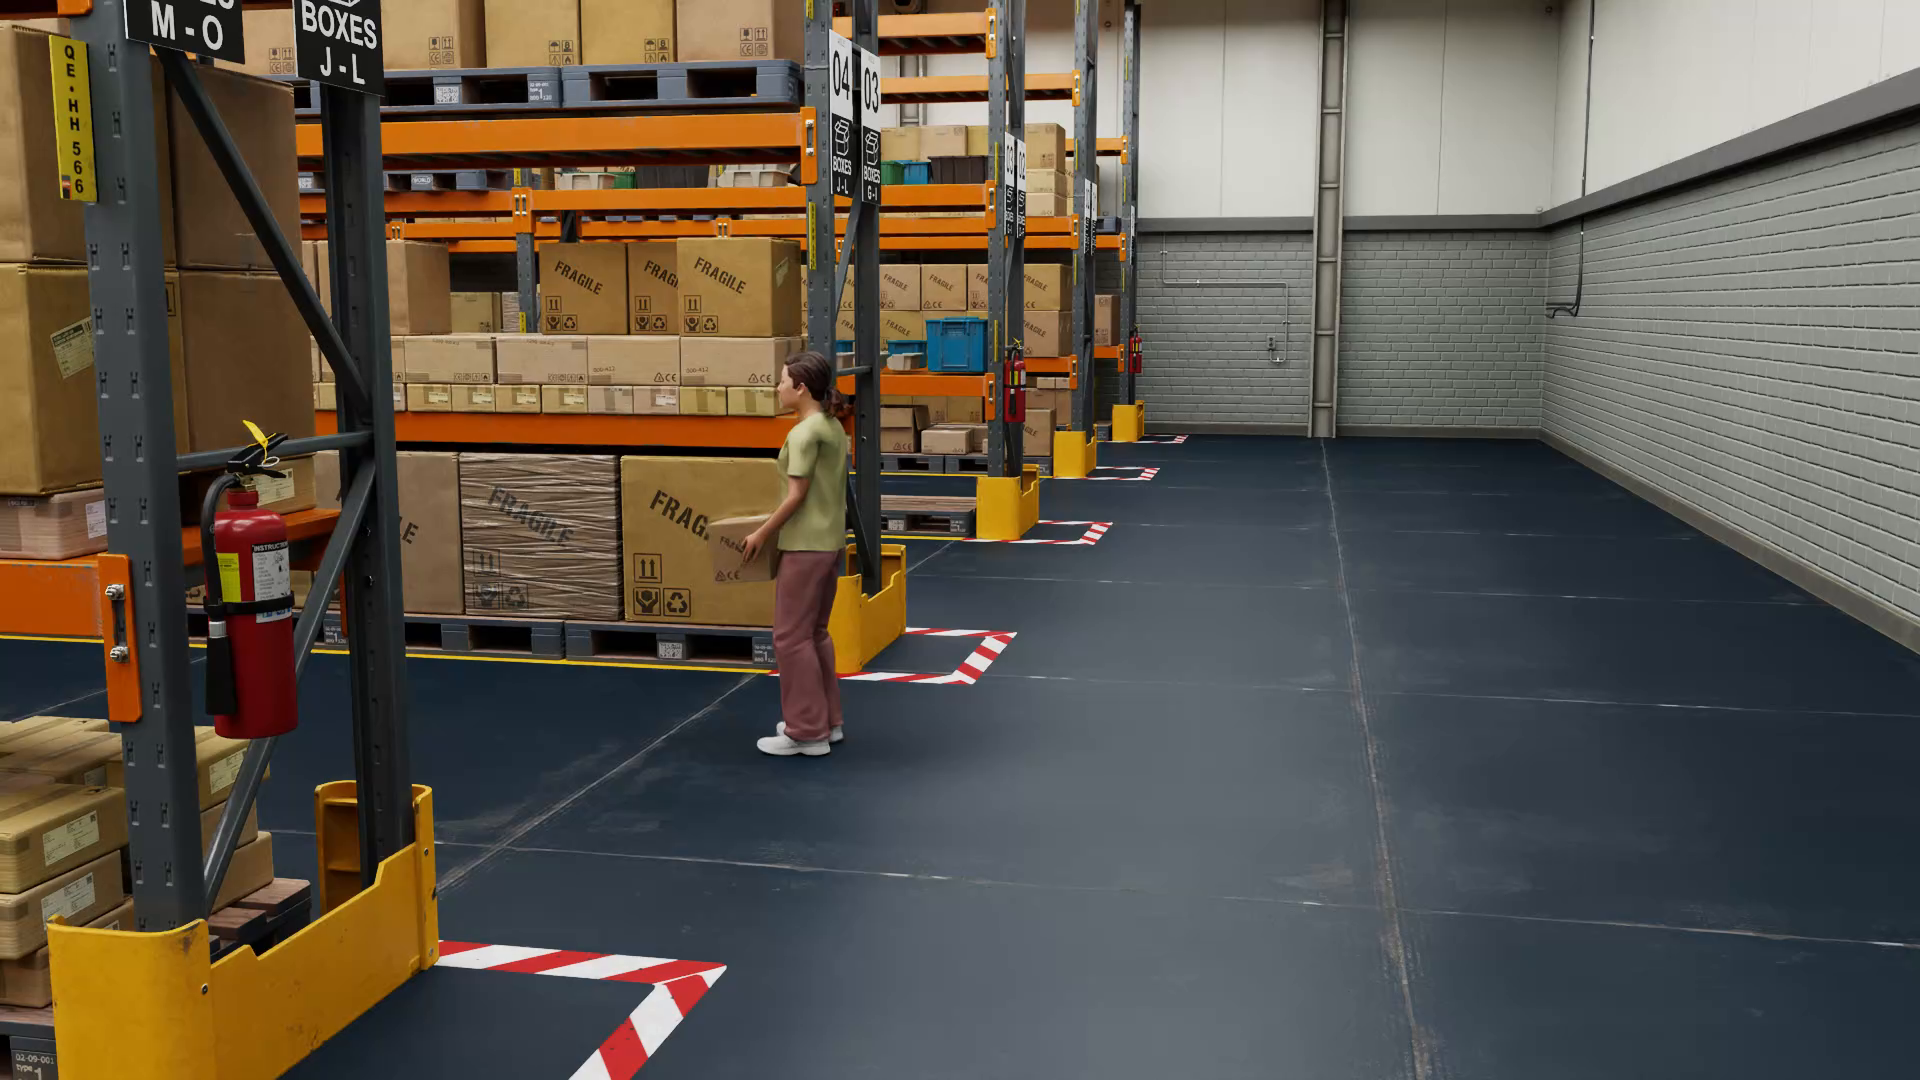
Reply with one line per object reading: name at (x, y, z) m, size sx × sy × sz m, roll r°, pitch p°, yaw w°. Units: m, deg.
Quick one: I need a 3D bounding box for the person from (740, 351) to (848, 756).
person at (-0.671, 0.052, 6.947) m, size 0.435 × 1.675 × 0.468 m, roll 1°, pitch 8°, yaw 10°
